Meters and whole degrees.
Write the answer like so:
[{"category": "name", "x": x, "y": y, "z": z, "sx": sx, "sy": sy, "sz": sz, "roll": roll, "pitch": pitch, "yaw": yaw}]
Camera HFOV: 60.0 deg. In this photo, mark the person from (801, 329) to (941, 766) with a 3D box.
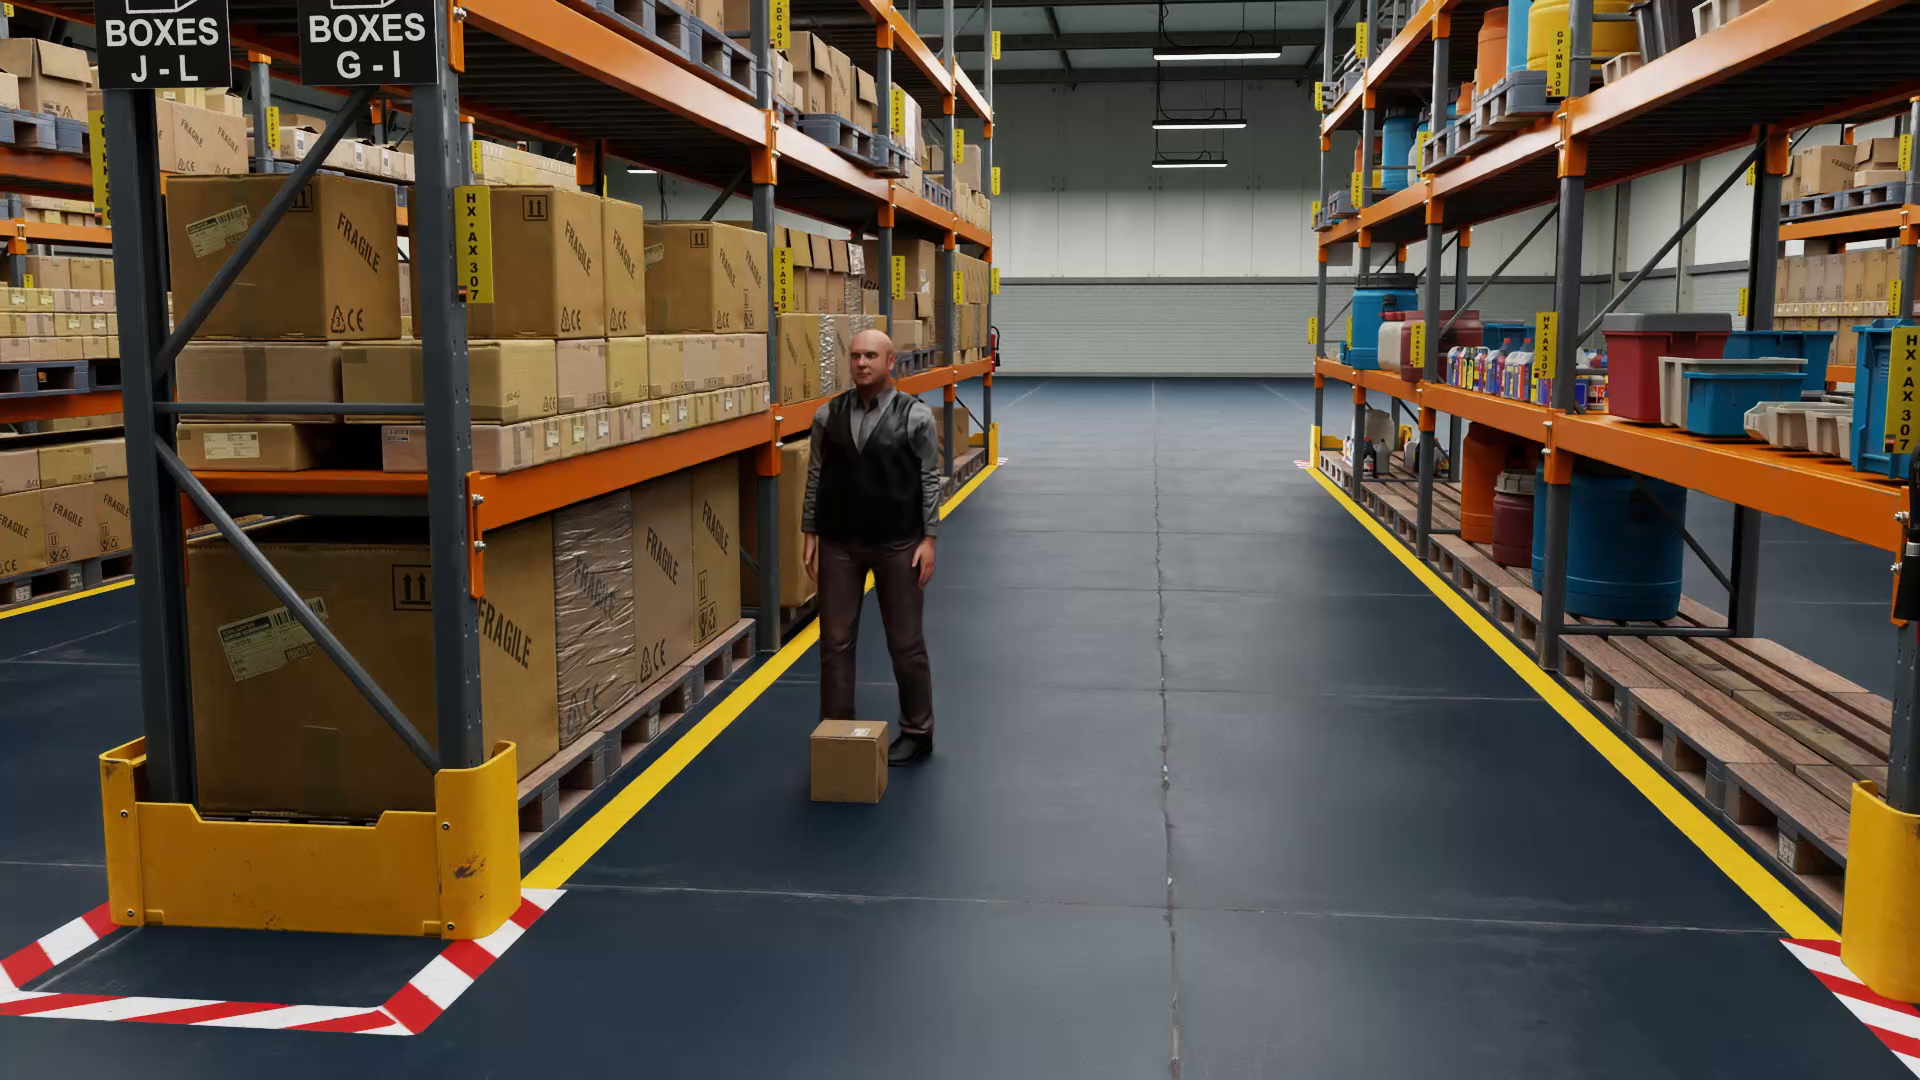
[{"category": "person", "x": -0.369, "y": 0.044, "z": 6.575, "sx": 0.566, "sy": 1.740, "sz": 0.493, "roll": 2, "pitch": 8, "yaw": 12}]
